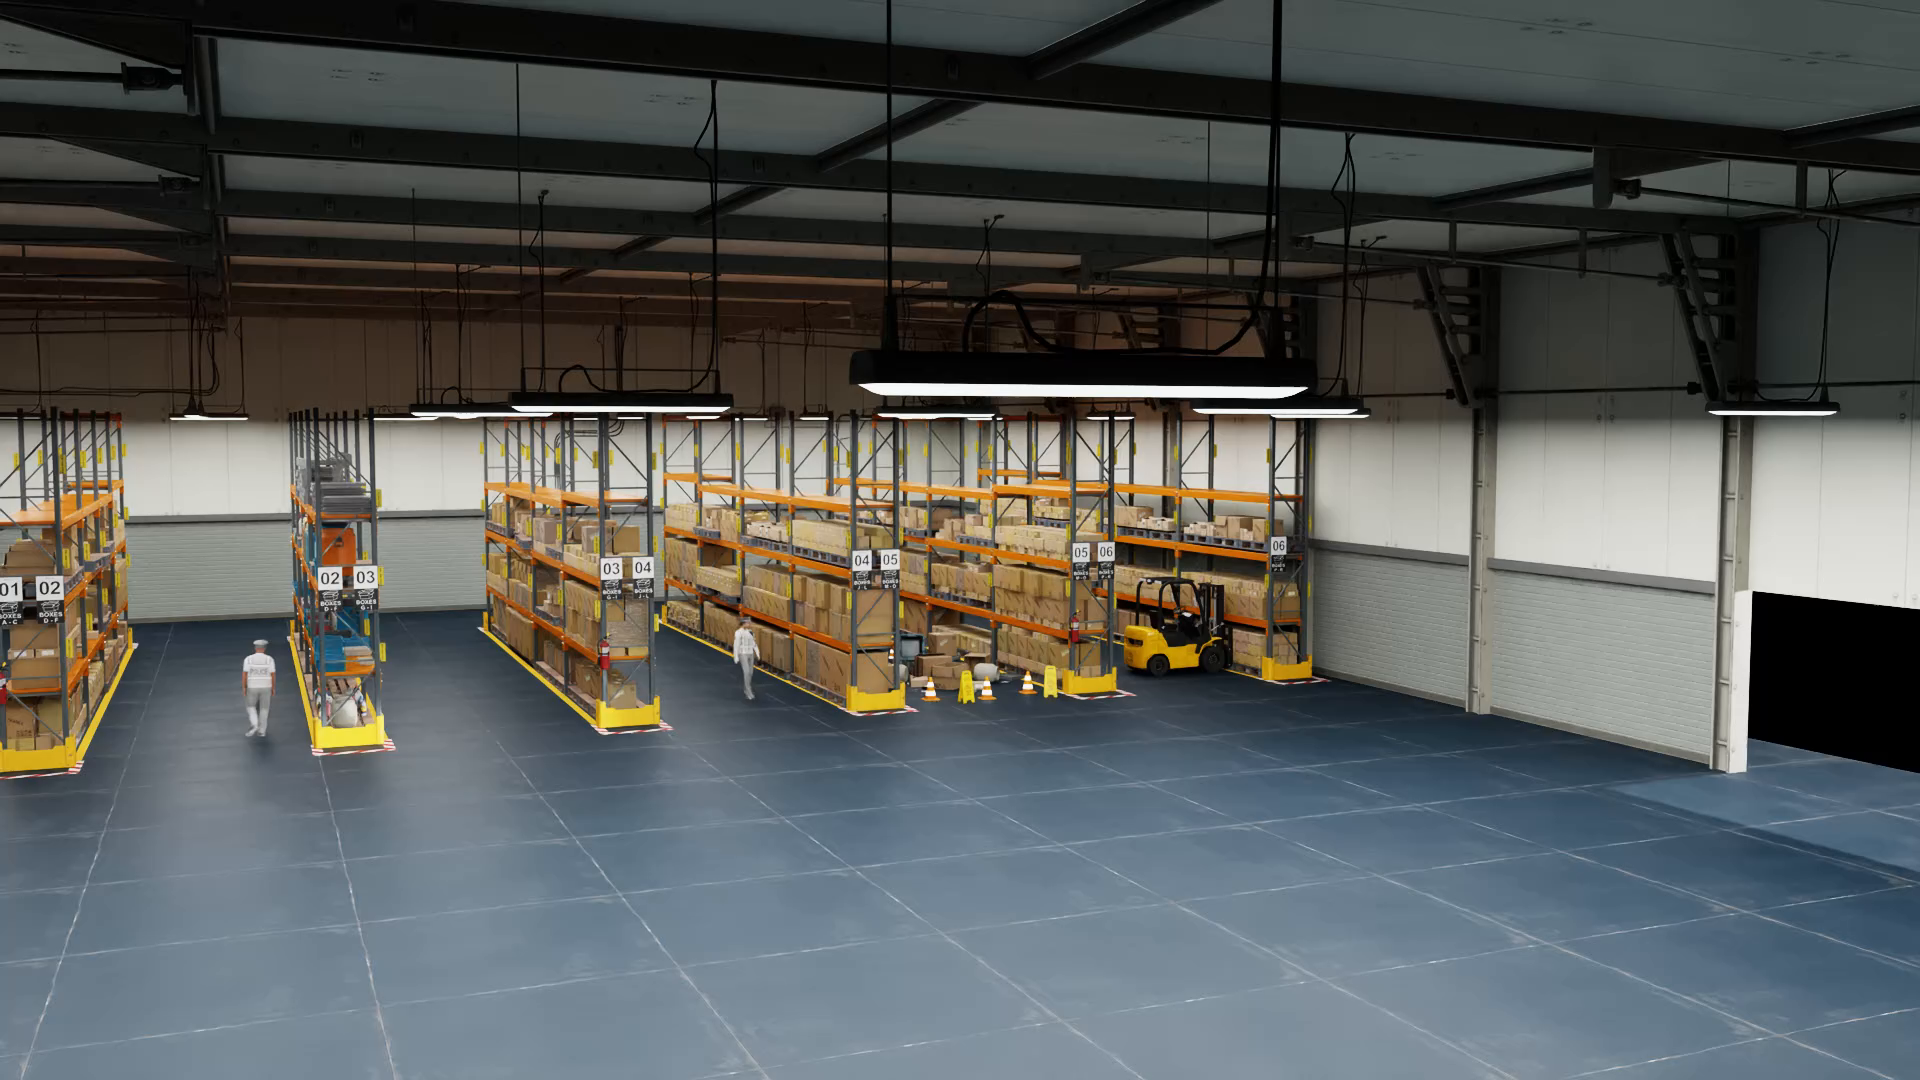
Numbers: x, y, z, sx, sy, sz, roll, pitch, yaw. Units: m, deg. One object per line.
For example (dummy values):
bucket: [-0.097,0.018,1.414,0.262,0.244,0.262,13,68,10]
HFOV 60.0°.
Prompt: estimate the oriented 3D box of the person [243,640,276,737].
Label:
person: [-12.785,2.712,30.345,0.564,1.753,0.478,-2,4,-21]

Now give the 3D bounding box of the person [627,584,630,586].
person: [-9.210,1.679,44.921,0.631,1.785,0.480,-3,5,-36]

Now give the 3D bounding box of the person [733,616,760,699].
person: [-4.410,2.460,34.884,0.507,1.693,0.654,-4,6,-44]
